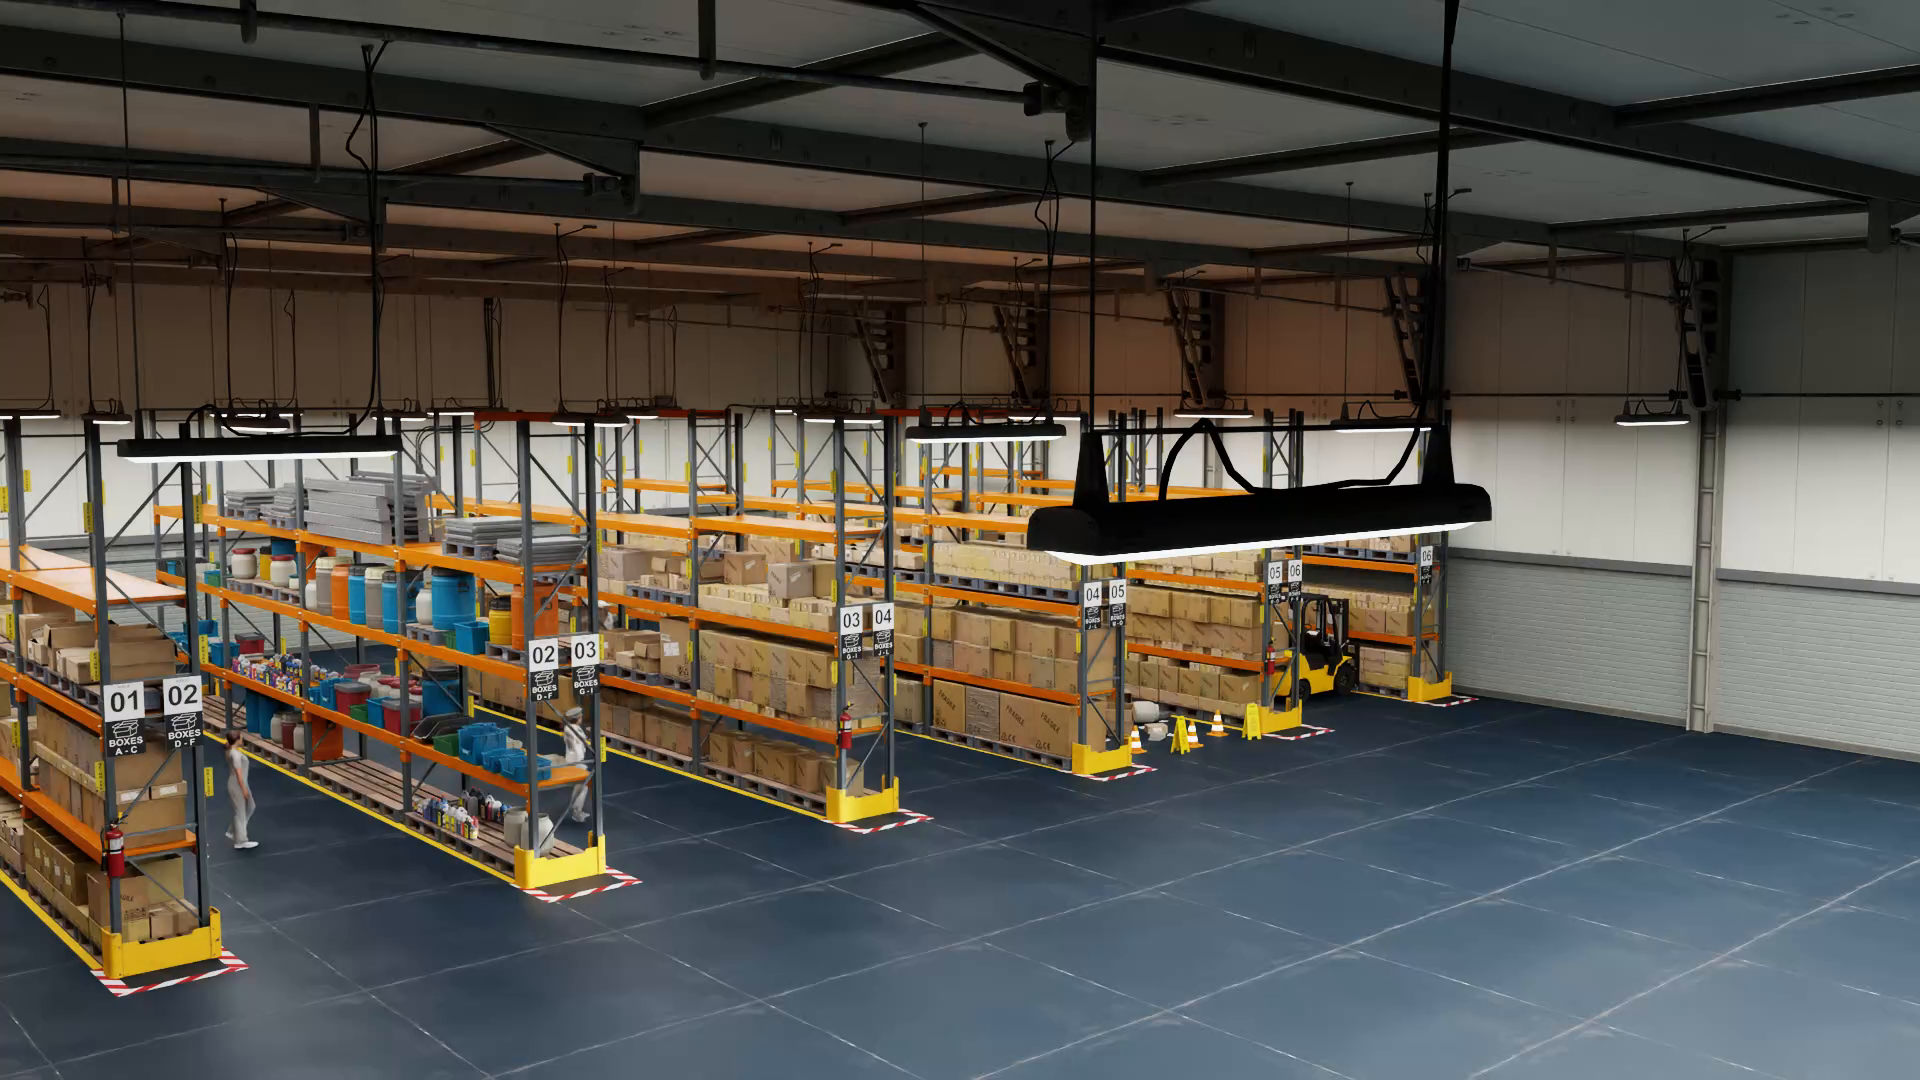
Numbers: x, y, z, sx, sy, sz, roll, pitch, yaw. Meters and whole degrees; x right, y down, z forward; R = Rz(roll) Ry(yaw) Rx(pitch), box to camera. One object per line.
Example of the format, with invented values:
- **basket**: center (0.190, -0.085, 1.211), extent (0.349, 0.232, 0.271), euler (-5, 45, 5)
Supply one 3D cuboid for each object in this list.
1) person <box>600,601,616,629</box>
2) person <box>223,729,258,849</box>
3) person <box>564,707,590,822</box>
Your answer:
- **person**: center (-7.925, 2.245, 37.052), extent (0.755, 1.809, 0.872), euler (-4, 7, -40)
- **person**: center (-10.078, 3.464, 23.236), extent (0.452, 1.668, 0.504), euler (-2, 5, -17)
- **person**: center (-5.714, 3.366, 24.800), extent (0.356, 1.750, 0.517), euler (-2, 5, -17)
